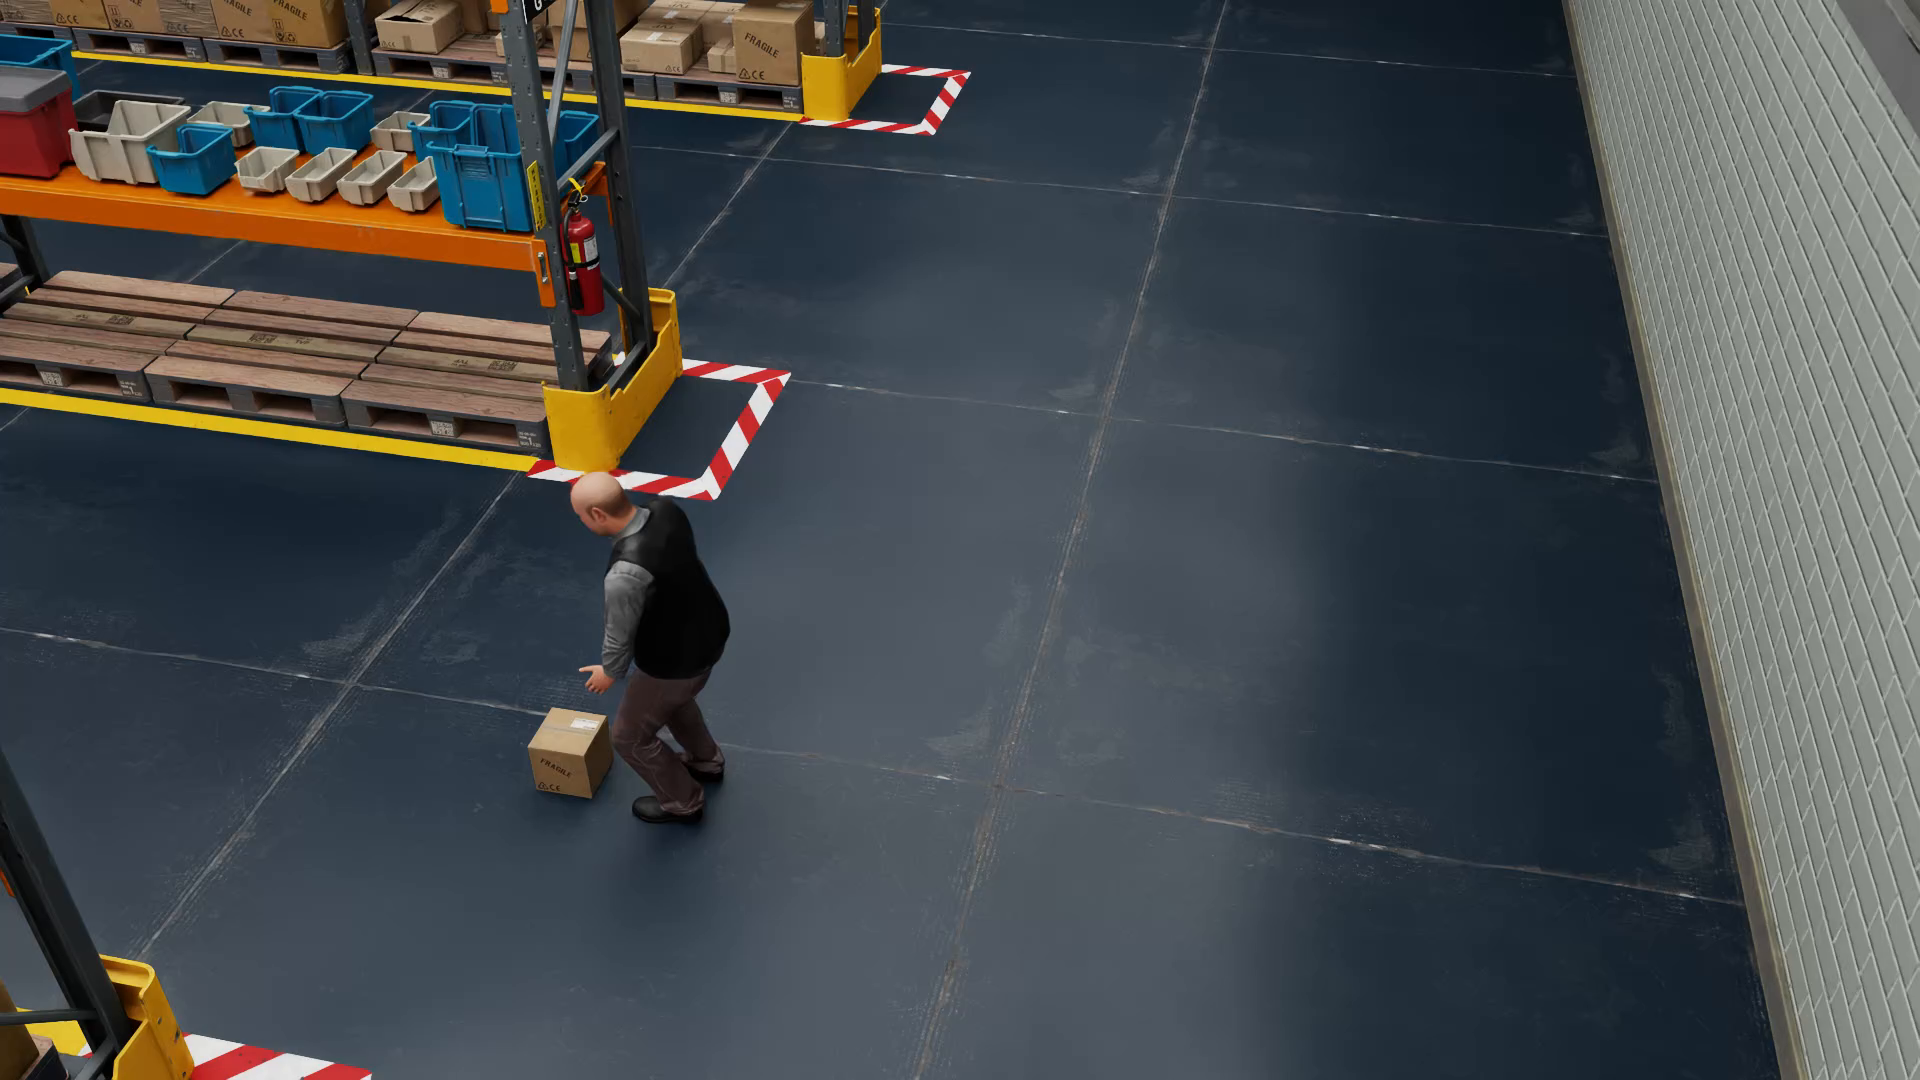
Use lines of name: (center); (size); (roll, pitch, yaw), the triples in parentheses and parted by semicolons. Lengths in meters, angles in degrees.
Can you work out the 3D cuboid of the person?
person: (-1.185, 0.449, 6.504); (0.555, 1.581, 0.581); (8, 37, 11)
